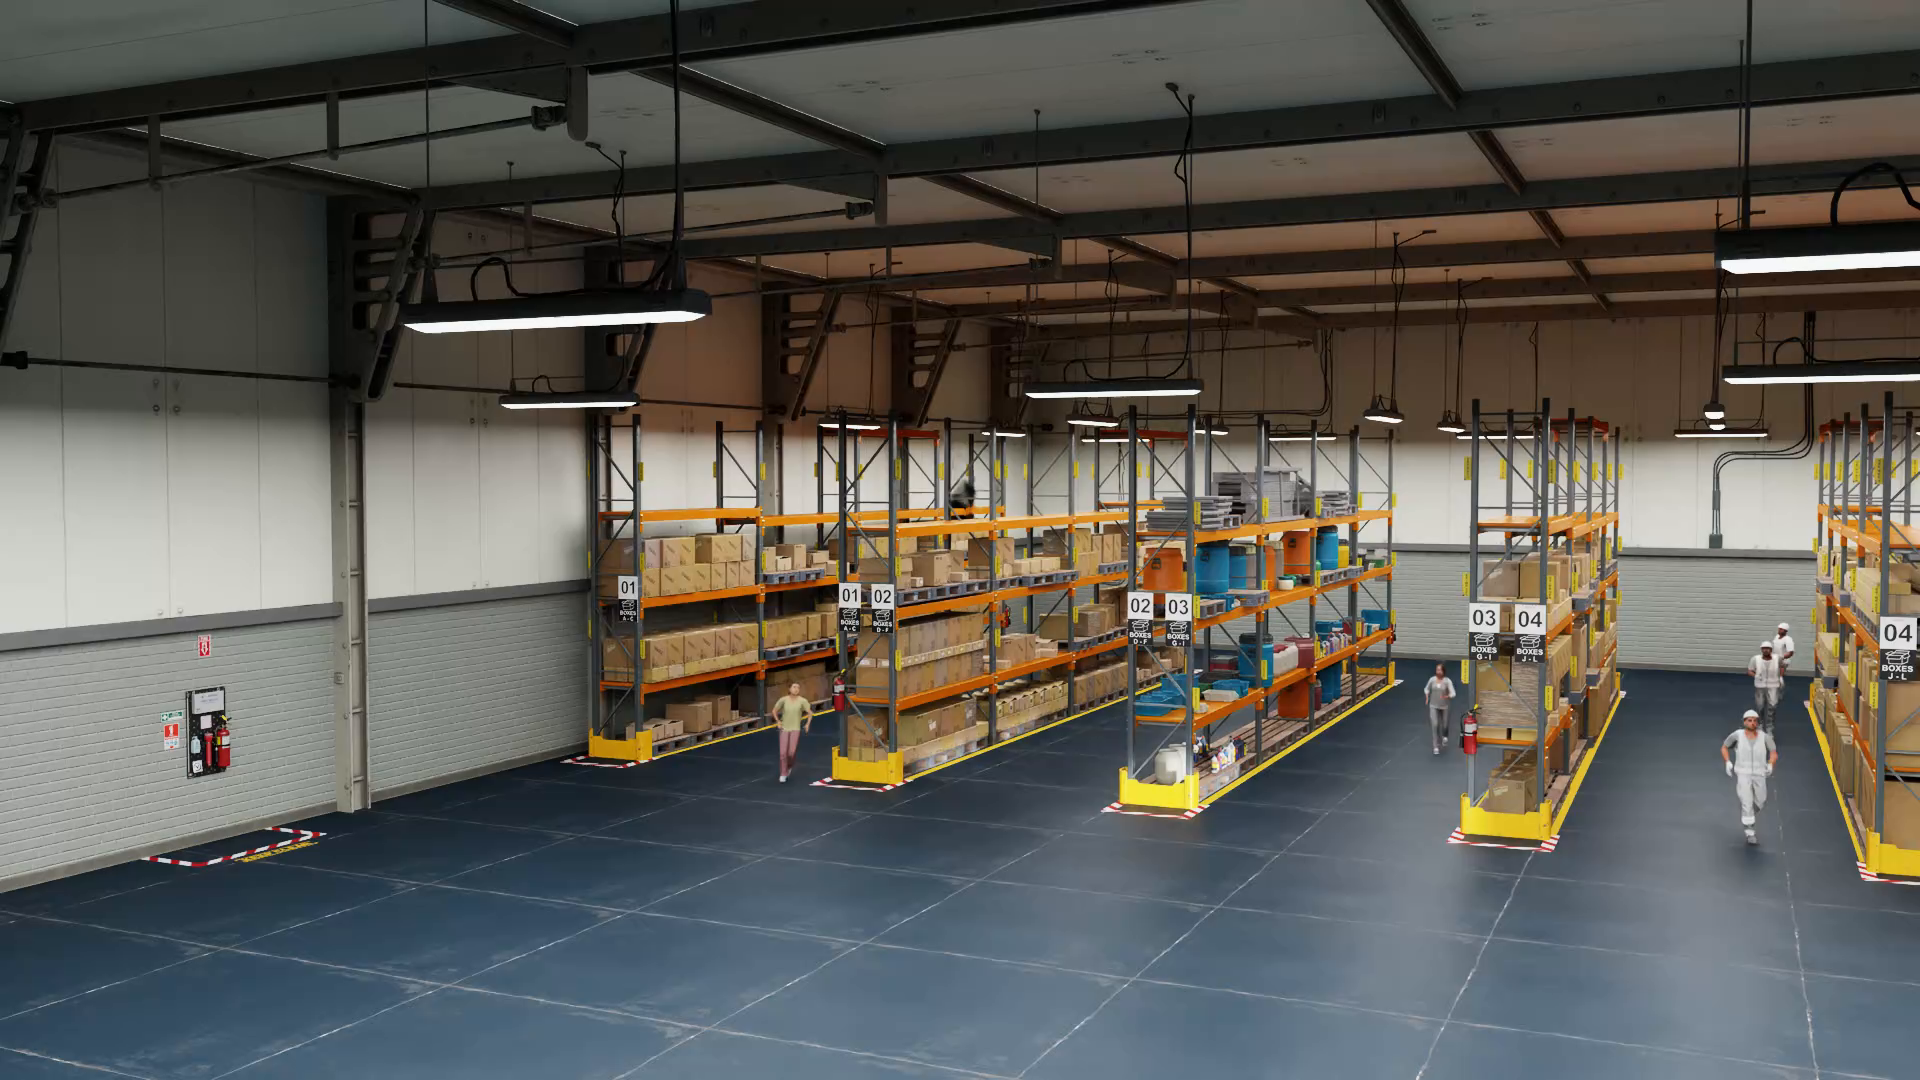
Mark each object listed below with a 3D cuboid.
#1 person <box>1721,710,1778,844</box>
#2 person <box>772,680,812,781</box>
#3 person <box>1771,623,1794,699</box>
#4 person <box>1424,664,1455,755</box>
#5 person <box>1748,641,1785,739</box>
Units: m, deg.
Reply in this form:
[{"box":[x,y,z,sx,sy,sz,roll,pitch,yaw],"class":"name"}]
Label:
[{"box":[10.719,3.184,22.581,0.687,1.763,0.881,1,2,15],"class":"person"},{"box":[-2.716,3.088,26.844,0.650,1.630,0.501,0,2,-3],"class":"person"},{"box":[17.883,2.650,36.293,0.543,1.709,0.715,-1,2,-13],"class":"person"},{"box":[8.526,2.992,29.579,0.547,1.570,0.822,1,3,21],"class":"person"},{"box":[15.262,2.825,31.508,0.614,1.837,0.816,1,3,26],"class":"person"}]
